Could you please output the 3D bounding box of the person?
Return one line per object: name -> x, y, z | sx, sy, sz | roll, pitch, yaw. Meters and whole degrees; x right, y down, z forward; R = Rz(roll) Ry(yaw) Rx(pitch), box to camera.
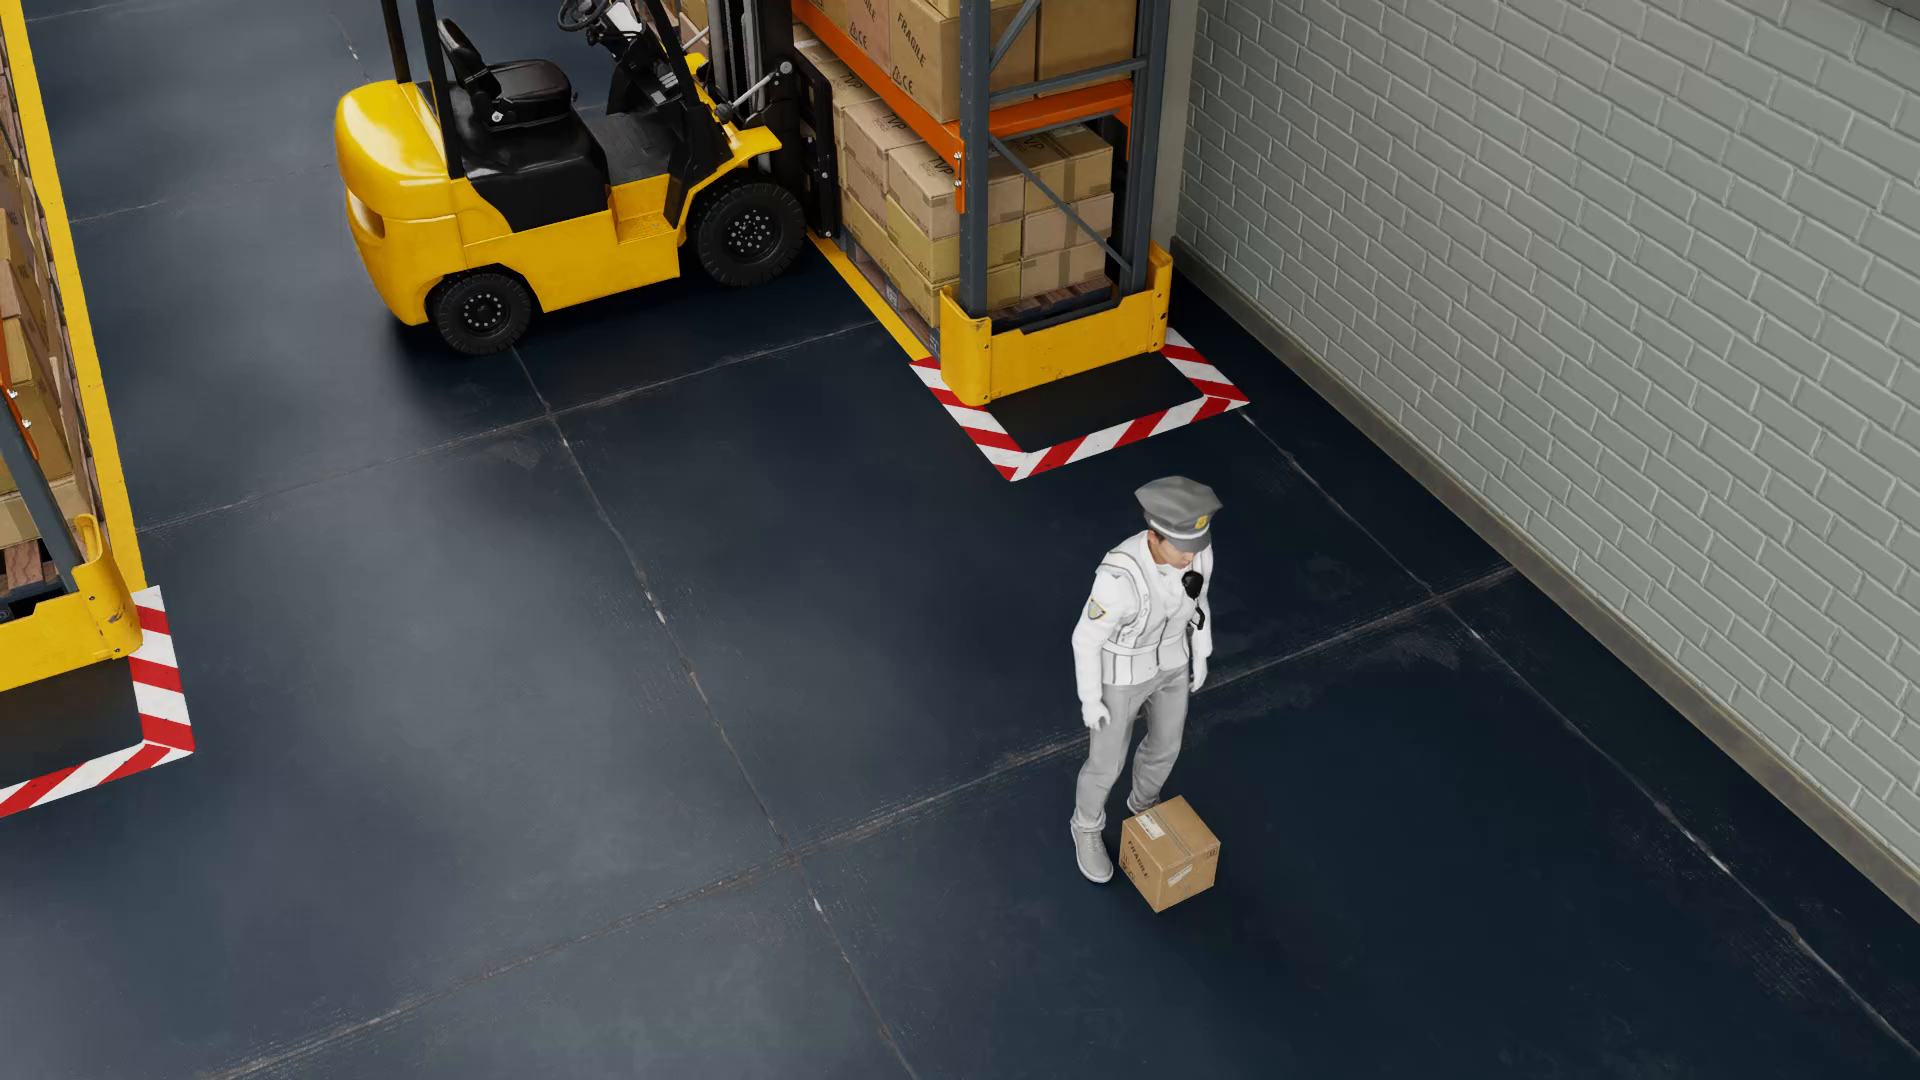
person -> 0.622, 0.455, 5.642 | 0.528, 1.663, 0.372 | -21, 45, -22
